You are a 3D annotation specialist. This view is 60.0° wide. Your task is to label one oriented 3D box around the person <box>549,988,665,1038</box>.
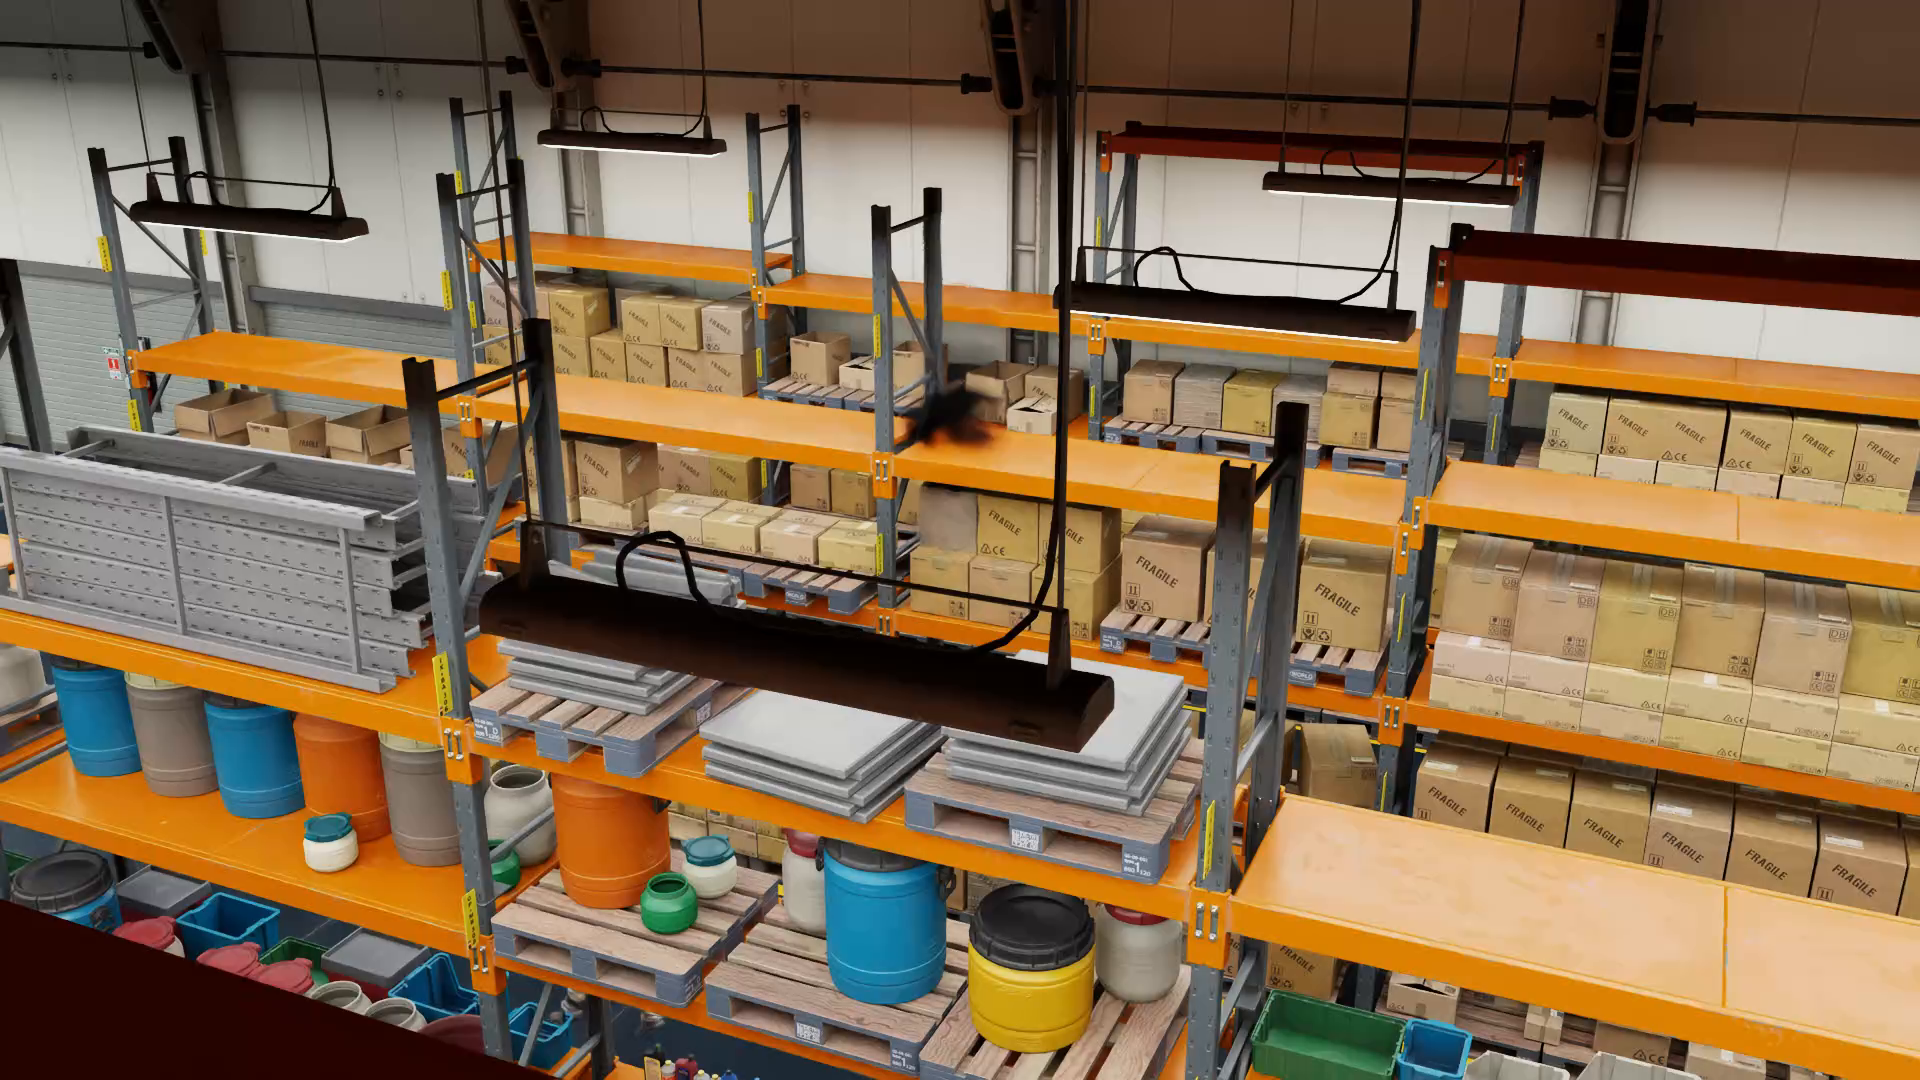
[{"bbox_3d":[-2.608,2.780,11.939,0.963,1.817,0.687,7,22,17],"label":"person"}]
